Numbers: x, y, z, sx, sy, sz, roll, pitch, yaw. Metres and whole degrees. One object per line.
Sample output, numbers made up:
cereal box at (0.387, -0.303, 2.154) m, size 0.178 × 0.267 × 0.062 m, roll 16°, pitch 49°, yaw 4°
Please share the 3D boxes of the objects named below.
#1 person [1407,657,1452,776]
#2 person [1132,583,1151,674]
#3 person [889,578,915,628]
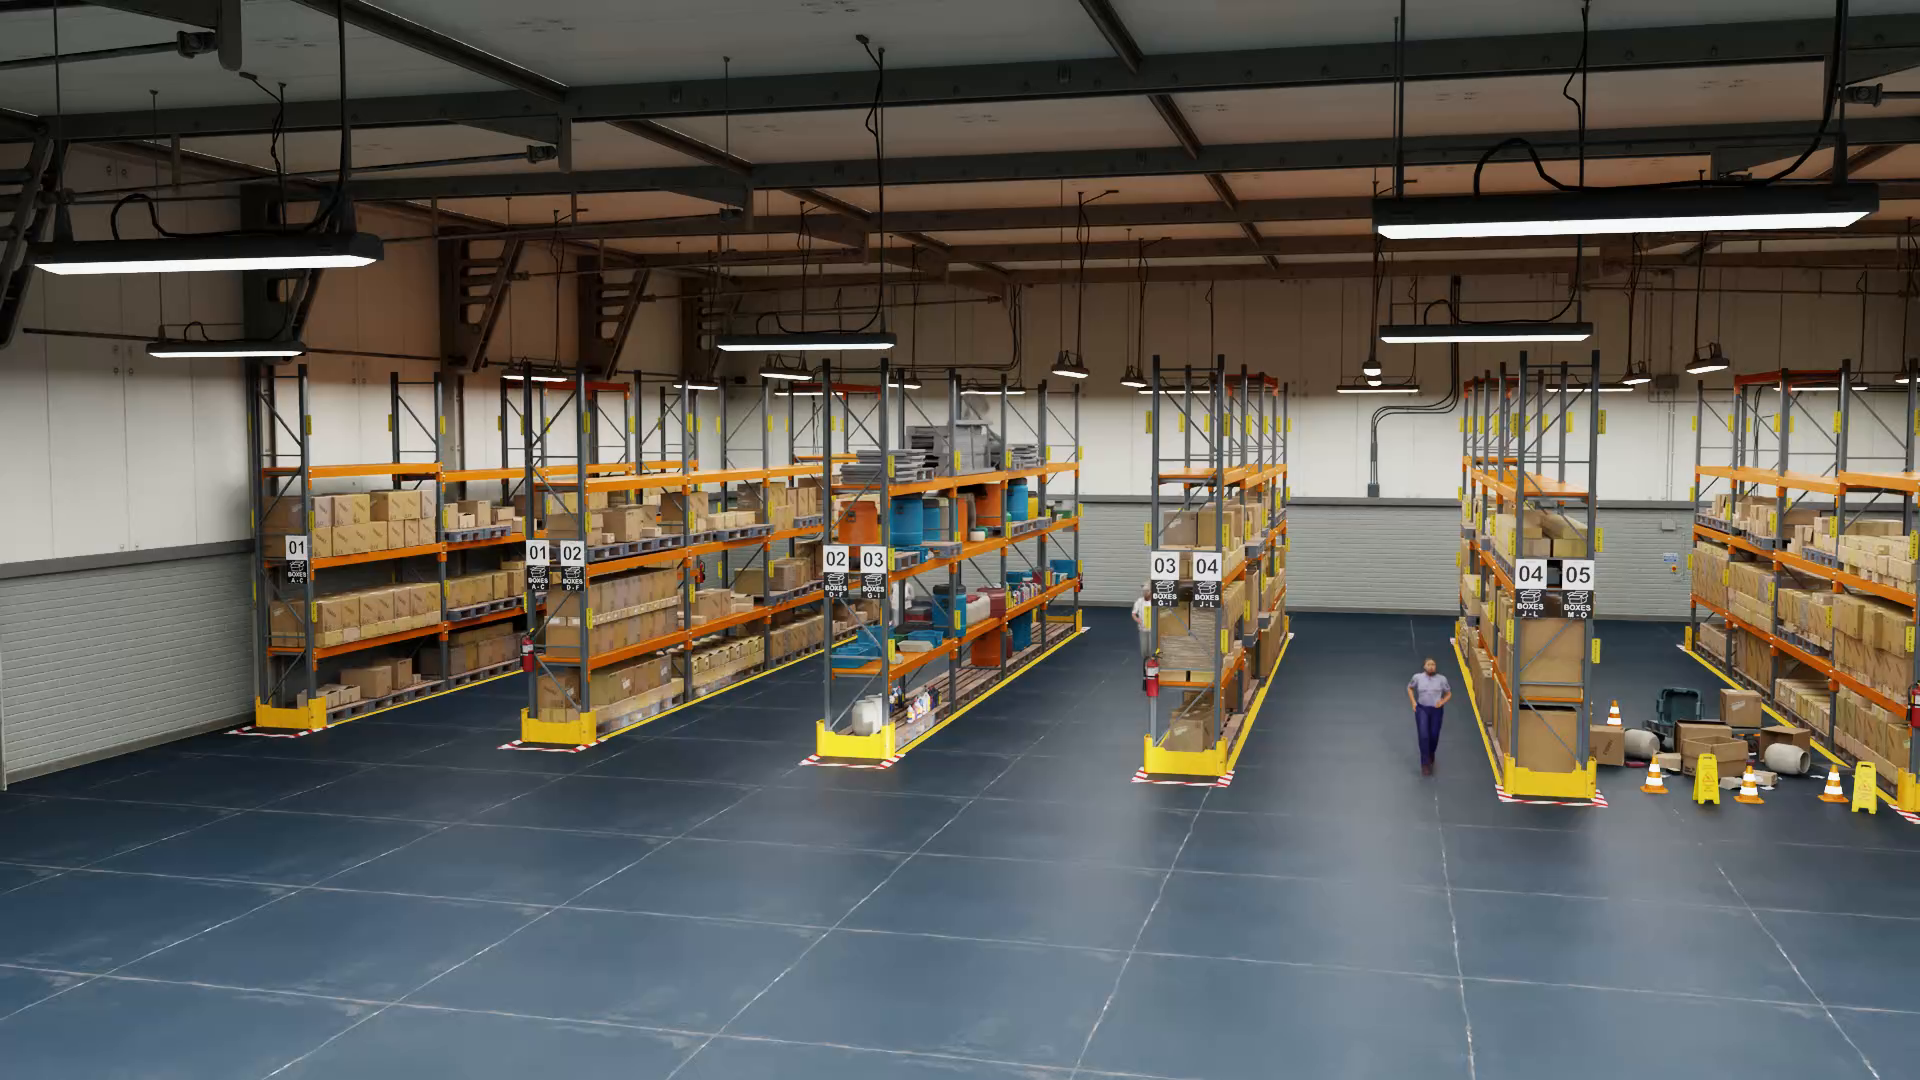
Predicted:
person at (6.804, 2.529, 24.112) m, size 0.615 × 1.659 × 0.844 m, roll 1°, pitch 4°, yaw 10°
person at (3.566, 1.685, 31.261) m, size 0.687 × 1.771 × 0.765 m, roll 1°, pitch 4°, yaw 17°
person at (-1.307, 1.574, 36.965) m, size 0.624 × 1.834 × 0.759 m, roll 0°, pitch 4°, yaw 1°
